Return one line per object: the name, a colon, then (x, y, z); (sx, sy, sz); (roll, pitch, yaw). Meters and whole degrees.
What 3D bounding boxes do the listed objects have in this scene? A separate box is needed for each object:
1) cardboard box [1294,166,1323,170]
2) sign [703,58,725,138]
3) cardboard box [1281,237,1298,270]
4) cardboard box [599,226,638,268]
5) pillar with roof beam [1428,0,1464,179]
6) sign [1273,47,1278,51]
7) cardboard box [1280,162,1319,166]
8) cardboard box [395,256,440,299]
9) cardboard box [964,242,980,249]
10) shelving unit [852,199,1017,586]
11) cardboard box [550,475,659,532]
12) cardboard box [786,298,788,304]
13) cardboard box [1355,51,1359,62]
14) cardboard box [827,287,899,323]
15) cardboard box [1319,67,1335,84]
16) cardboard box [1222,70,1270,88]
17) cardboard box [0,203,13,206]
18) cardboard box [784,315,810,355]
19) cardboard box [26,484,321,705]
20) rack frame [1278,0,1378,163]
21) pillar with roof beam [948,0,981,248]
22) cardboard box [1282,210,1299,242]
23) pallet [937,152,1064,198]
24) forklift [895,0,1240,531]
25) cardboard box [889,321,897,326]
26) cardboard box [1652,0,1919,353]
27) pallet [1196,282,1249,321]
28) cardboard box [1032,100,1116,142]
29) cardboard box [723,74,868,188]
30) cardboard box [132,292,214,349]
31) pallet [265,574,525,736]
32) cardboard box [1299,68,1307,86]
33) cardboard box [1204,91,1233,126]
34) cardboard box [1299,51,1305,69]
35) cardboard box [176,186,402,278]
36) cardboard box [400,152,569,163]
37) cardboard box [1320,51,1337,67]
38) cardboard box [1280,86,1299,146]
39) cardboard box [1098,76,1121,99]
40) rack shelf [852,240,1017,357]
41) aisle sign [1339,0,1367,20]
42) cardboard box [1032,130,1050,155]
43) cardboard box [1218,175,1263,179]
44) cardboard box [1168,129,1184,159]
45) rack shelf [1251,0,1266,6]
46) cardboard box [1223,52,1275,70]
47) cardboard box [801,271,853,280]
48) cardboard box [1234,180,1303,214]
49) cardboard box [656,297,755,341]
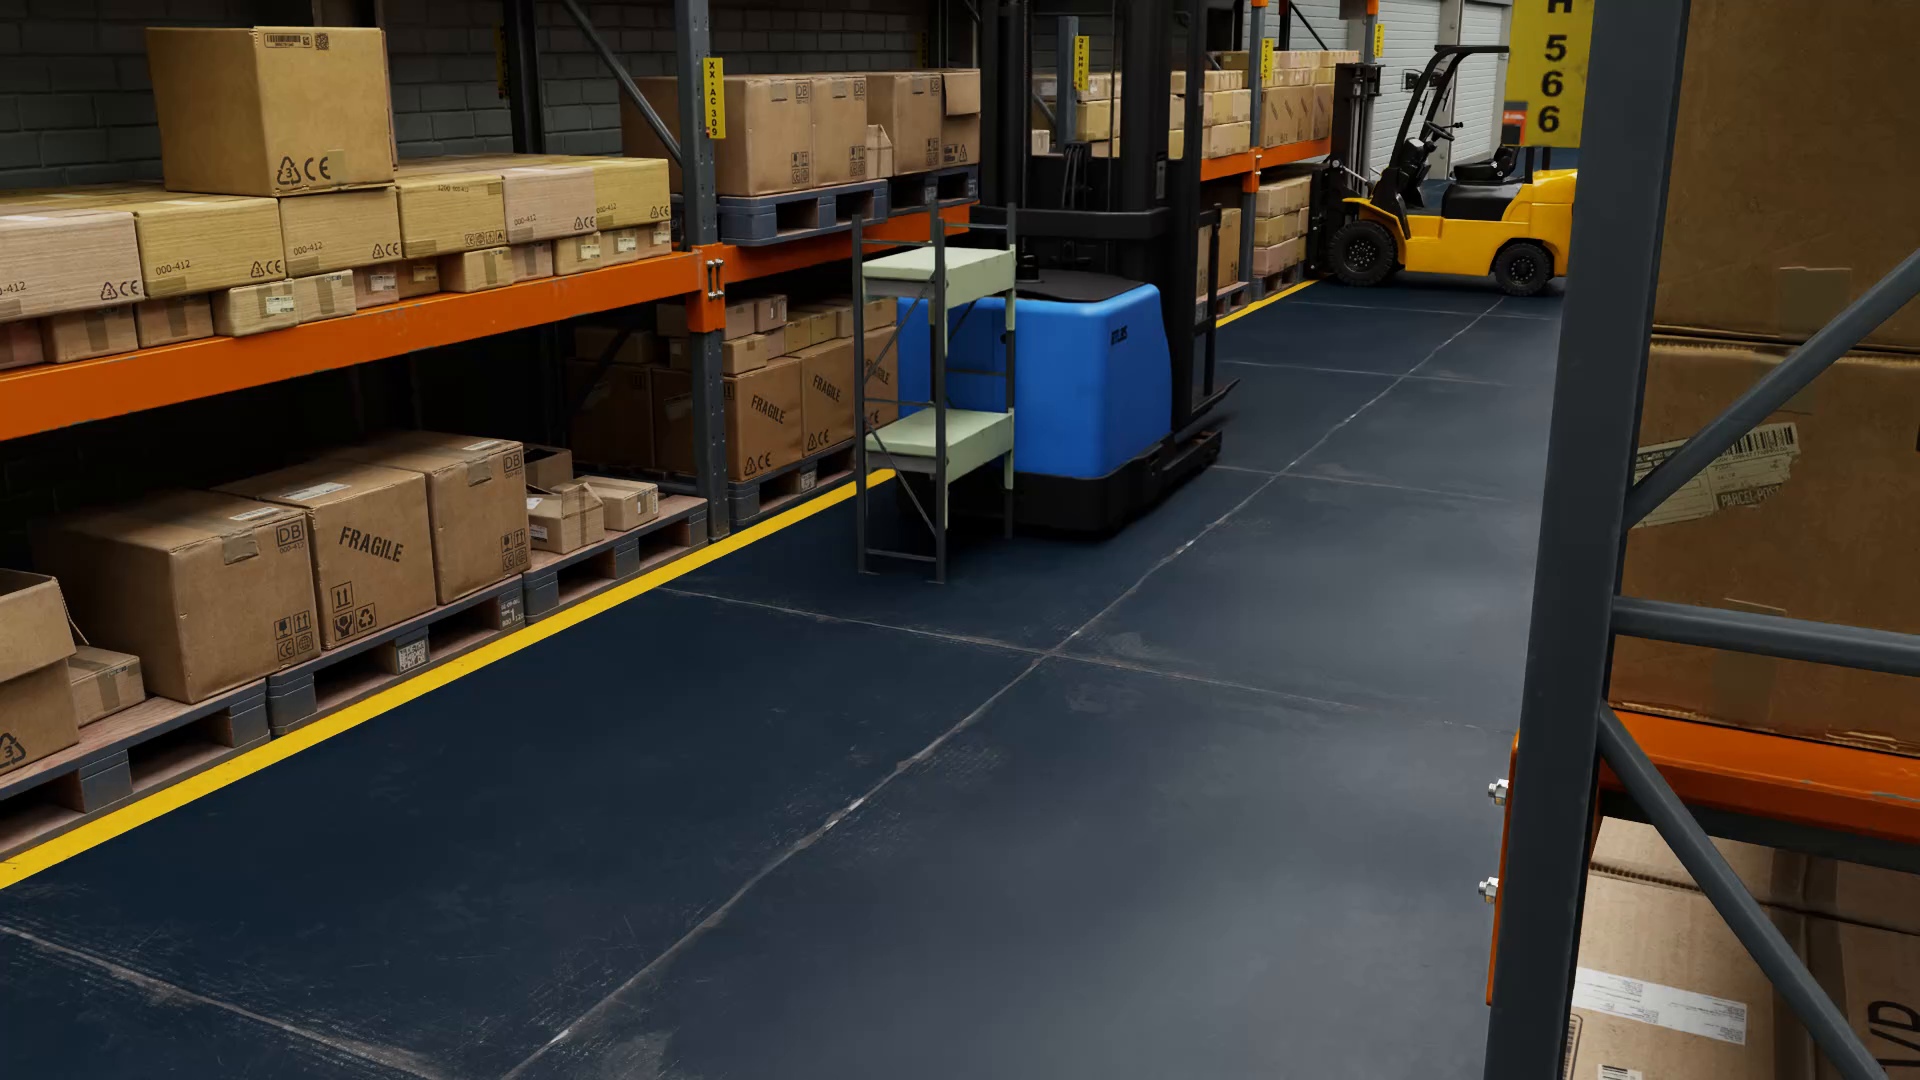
cardboard box: (3.691, -3.634, 16.827); (0.500, 0.250, 0.500); (8, 19, 26)
sign: (-1.032, -1.851, 6.966); (0.100, 0.325, 0.005); (8, 18, 25)
cardboard box: (2.779, -2.636, 15.223); (0.500, 0.250, 0.500); (8, 18, 24)
cardboard box: (-1.535, -1.200, 6.737); (0.380, 0.149, 0.250); (9, 19, 27)
pillar with roof beam: (11.937, -9.881, 24.988); (9.100, 9.000, 0.400); (8, 18, 25)
sign: (3.347, -5.084, 17.714); (0.100, 0.325, 0.005); (8, 18, 25)
cardboard box: (3.457, -3.823, 17.464); (0.500, 0.250, 0.500); (8, 18, 25)
cardboard box: (-2.075, -0.947, 5.885); (0.380, 0.149, 0.250); (8, 18, 26)
cardboard box: (0.557, -1.742, 11.553); (0.875, 0.625, 0.625); (9, 19, 27)
shelving unit: (-0.095, -0.649, 7.077); (0.431, 1.500, 0.755); (7, 18, 23)
cardboard box: (-1.507, -0.158, 7.058); (0.380, 0.149, 0.250); (7, 18, 24)
cardboard box: (-1.139, -1.210, 8.842); (0.380, 0.149, 0.250); (9, 19, 27)
cardboard box: (3.869, -4.943, 17.060); (0.380, 0.149, 0.250); (8, 18, 26)
cardboard box: (-0.501, -1.287, 9.103); (0.380, 0.149, 0.250); (8, 18, 26)
cardboard box: (3.385, -4.464, 15.972); (0.380, 0.149, 0.250); (8, 18, 26)
cardboard box: (2.431, -3.947, 14.230); (0.380, 0.149, 0.250); (8, 18, 24)
cardboard box: (-3.109, -0.837, 4.814); (0.500, 0.250, 0.500); (8, 18, 26)
cardboard box: (-0.964, -1.021, 8.208); (0.380, 0.149, 0.250); (7, 18, 23)
cardboard box: (-2.534, 0.157, 5.381); (0.700, 0.500, 0.500); (9, 19, 28)
rack frame: (3.841, -4.559, 17.606); (1.000, 3.000, 0.127); (8, 18, 25)
pillar with roof beam: (3.894, -5.296, 9.551); (9.100, 9.000, 0.400); (8, 18, 25)
cardboard box: (2.769, -2.876, 15.152); (0.500, 0.250, 0.500); (8, 18, 25)
pallet: (0.026, -2.248, 10.161); (1.213, 0.211, 1.003); (8, 18, 25)
forklift: (0.763, -1.820, 8.504); (1.130, 2.935, 3.031); (7, 18, 23)
cardboard box: (-0.410, -0.995, 9.259); (0.500, 0.500, 0.500); (7, 18, 23)
cardboard box: (1.136, -0.533, 2.121); (0.500, 0.500, 0.500); (9, 19, 27)
pallet: (1.759, -2.011, 13.924); (1.003, 0.211, 1.213); (8, 18, 25)
cardboard box: (0.705, -2.768, 10.961); (0.500, 0.250, 0.500); (8, 18, 25)
cardboard box: (-0.874, -1.979, 8.004); (0.700, 0.500, 0.500); (8, 18, 26)
cardboard box: (-2.476, -0.679, 4.984); (0.380, 0.149, 0.250); (8, 19, 26)
pallet: (-2.373, 0.321, 6.073); (1.003, 0.211, 1.213); (8, 18, 25)
cardboard box: (2.932, -4.203, 15.092); (0.380, 0.149, 0.250); (8, 18, 25)
cardboard box: (1.839, -3.419, 13.151); (0.500, 0.250, 0.500); (8, 18, 24)
cardboard box: (2.902, -4.352, 15.070); (0.380, 0.149, 0.250); (8, 18, 24)
cardboard box: (-2.207, -1.027, 5.454); (0.500, 0.250, 0.500); (8, 18, 24)
cardboard box: (-1.984, -1.481, 6.985); (0.500, 0.250, 0.500); (8, 18, 25)
cardboard box: (3.389, -4.605, 15.922); (0.380, 0.149, 0.250); (8, 19, 26)
cardboard box: (2.703, -3.803, 14.884); (0.500, 0.500, 0.500); (8, 19, 26)
cardboard box: (0.882, -3.061, 11.247); (0.380, 0.149, 0.250); (9, 19, 27)
rack shelf: (-0.095, -1.024, 6.966); (0.431, 0.370, 0.720); (7, 18, 23)
aisle sign: (4.133, -5.785, 17.166); (0.394, 0.787, 0.004); (8, 18, 25)
cardboard box: (0.316, -2.386, 9.994); (0.380, 0.149, 0.250); (8, 19, 26)
cardboard box: (2.551, -3.311, 15.739); (0.500, 0.250, 0.500); (8, 18, 26)
cardboard box: (1.369, -2.923, 12.361); (0.500, 0.250, 0.500); (9, 19, 27)
rack shelf: (1.160, -4.124, 12.136); (1.077, 0.370, 4.000); (8, 18, 25)
cardboard box: (2.461, -4.085, 14.173); (0.380, 0.149, 0.250); (9, 19, 26)
cardboard box: (-0.706, -1.474, 9.733); (0.380, 0.149, 0.250); (8, 18, 24)
cardboard box: (2.788, -3.115, 15.080); (0.500, 0.250, 0.500); (8, 18, 25)
cardboard box: (-1.177, -1.024, 7.696); (0.380, 0.149, 0.250); (8, 18, 24)
